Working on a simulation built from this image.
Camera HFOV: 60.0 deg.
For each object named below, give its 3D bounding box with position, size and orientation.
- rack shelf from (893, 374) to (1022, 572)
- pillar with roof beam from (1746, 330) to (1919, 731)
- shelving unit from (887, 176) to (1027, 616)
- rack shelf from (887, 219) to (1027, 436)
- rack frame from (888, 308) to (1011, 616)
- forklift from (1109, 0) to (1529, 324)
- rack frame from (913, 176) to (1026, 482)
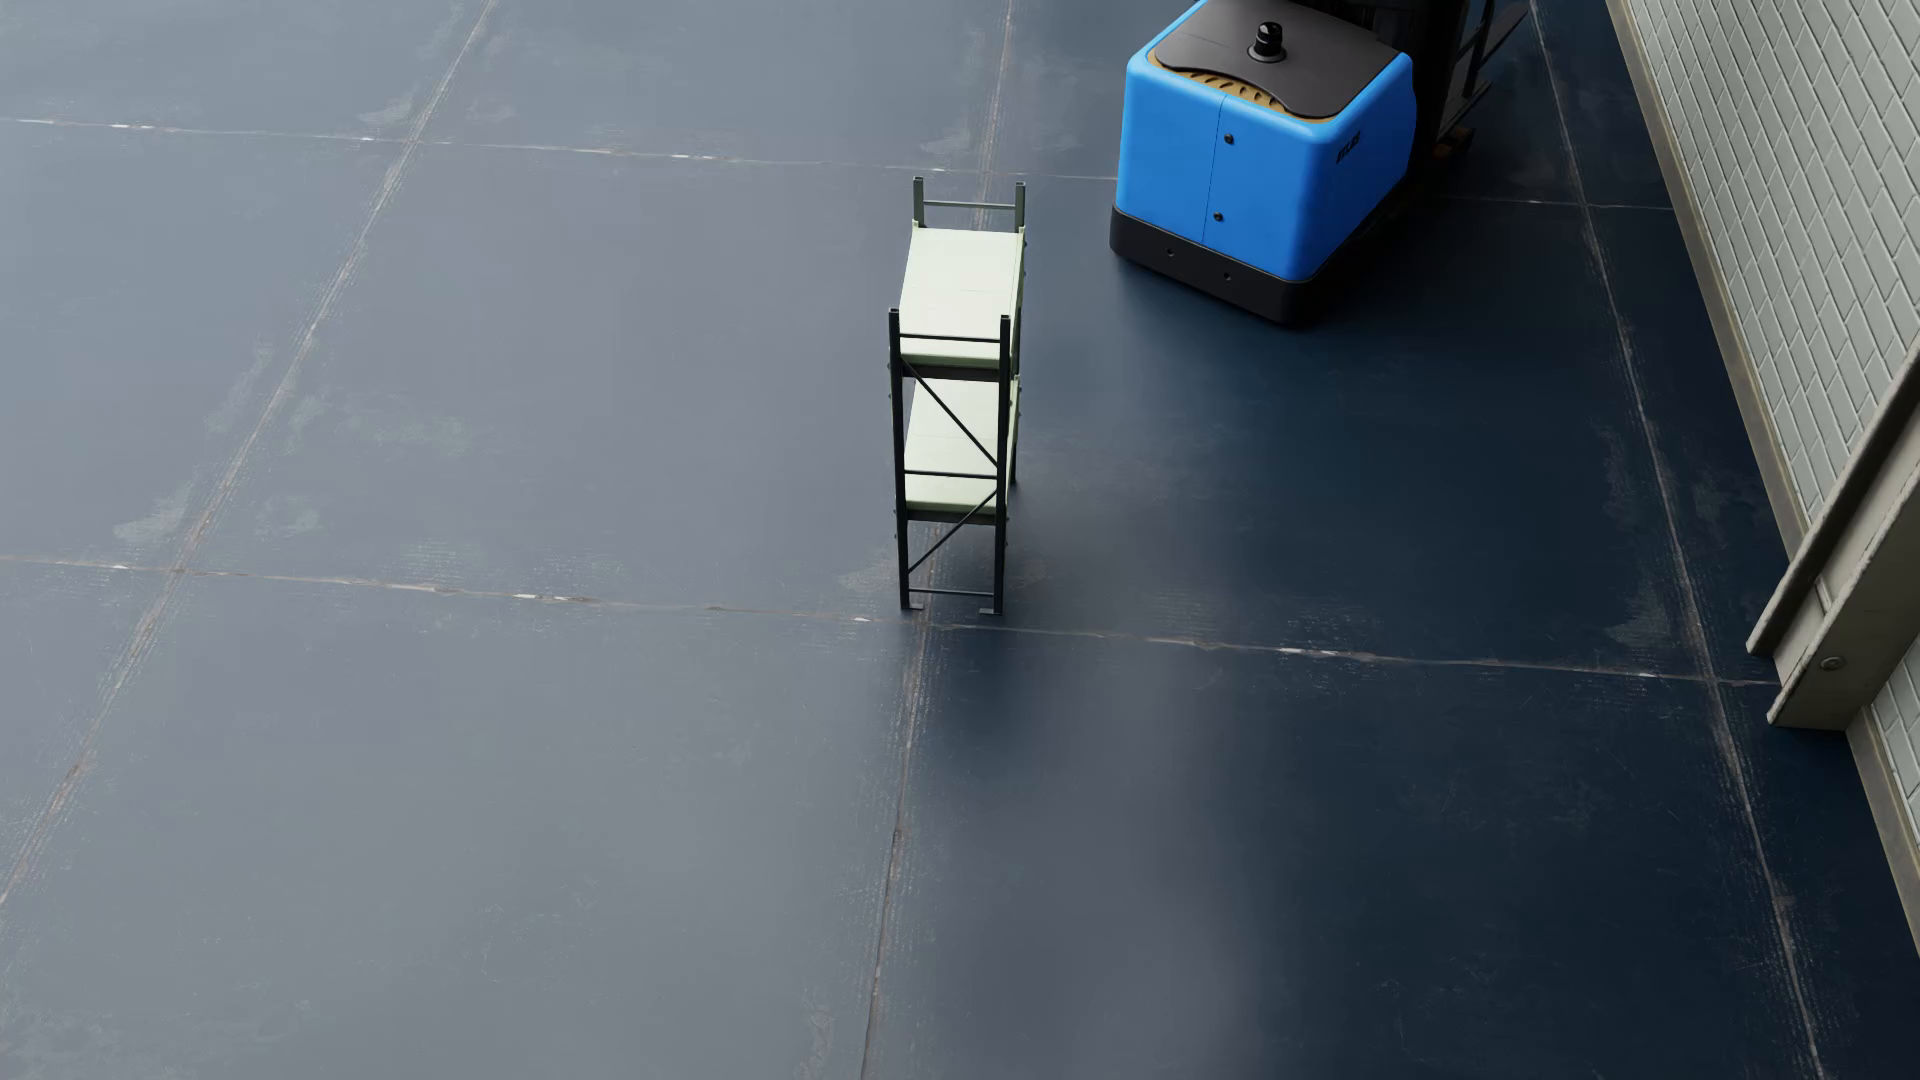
[{"bbox_3d":[-0.001,-0.281,6.459,0.431,0.370,0.720,4,48,4],"label":"rack shelf"},{"bbox_3d":[-1.121,-2.777,3.217,9.100,9.000,0.400,4,48,4],"label":"pillar with roof beam"},{"bbox_3d":[-0.001,-0.501,6.218,0.431,1.500,0.755,4,48,4],"label":"shelving unit"},{"bbox_3d":[-0.001,-0.765,5.930,0.431,0.370,0.720,4,48,4],"label":"rack shelf"},{"bbox_3d":[-0.034,-0.232,5.972,0.400,1.500,0.023,4,48,4],"label":"rack frame"},{"bbox_3d":[1.983,-3.025,7.556,1.130,2.935,3.031,28,53,23],"label":"forklift"},{"bbox_3d":[0.033,-0.770,6.464,0.400,1.500,0.023,4,48,4],"label":"rack frame"}]
